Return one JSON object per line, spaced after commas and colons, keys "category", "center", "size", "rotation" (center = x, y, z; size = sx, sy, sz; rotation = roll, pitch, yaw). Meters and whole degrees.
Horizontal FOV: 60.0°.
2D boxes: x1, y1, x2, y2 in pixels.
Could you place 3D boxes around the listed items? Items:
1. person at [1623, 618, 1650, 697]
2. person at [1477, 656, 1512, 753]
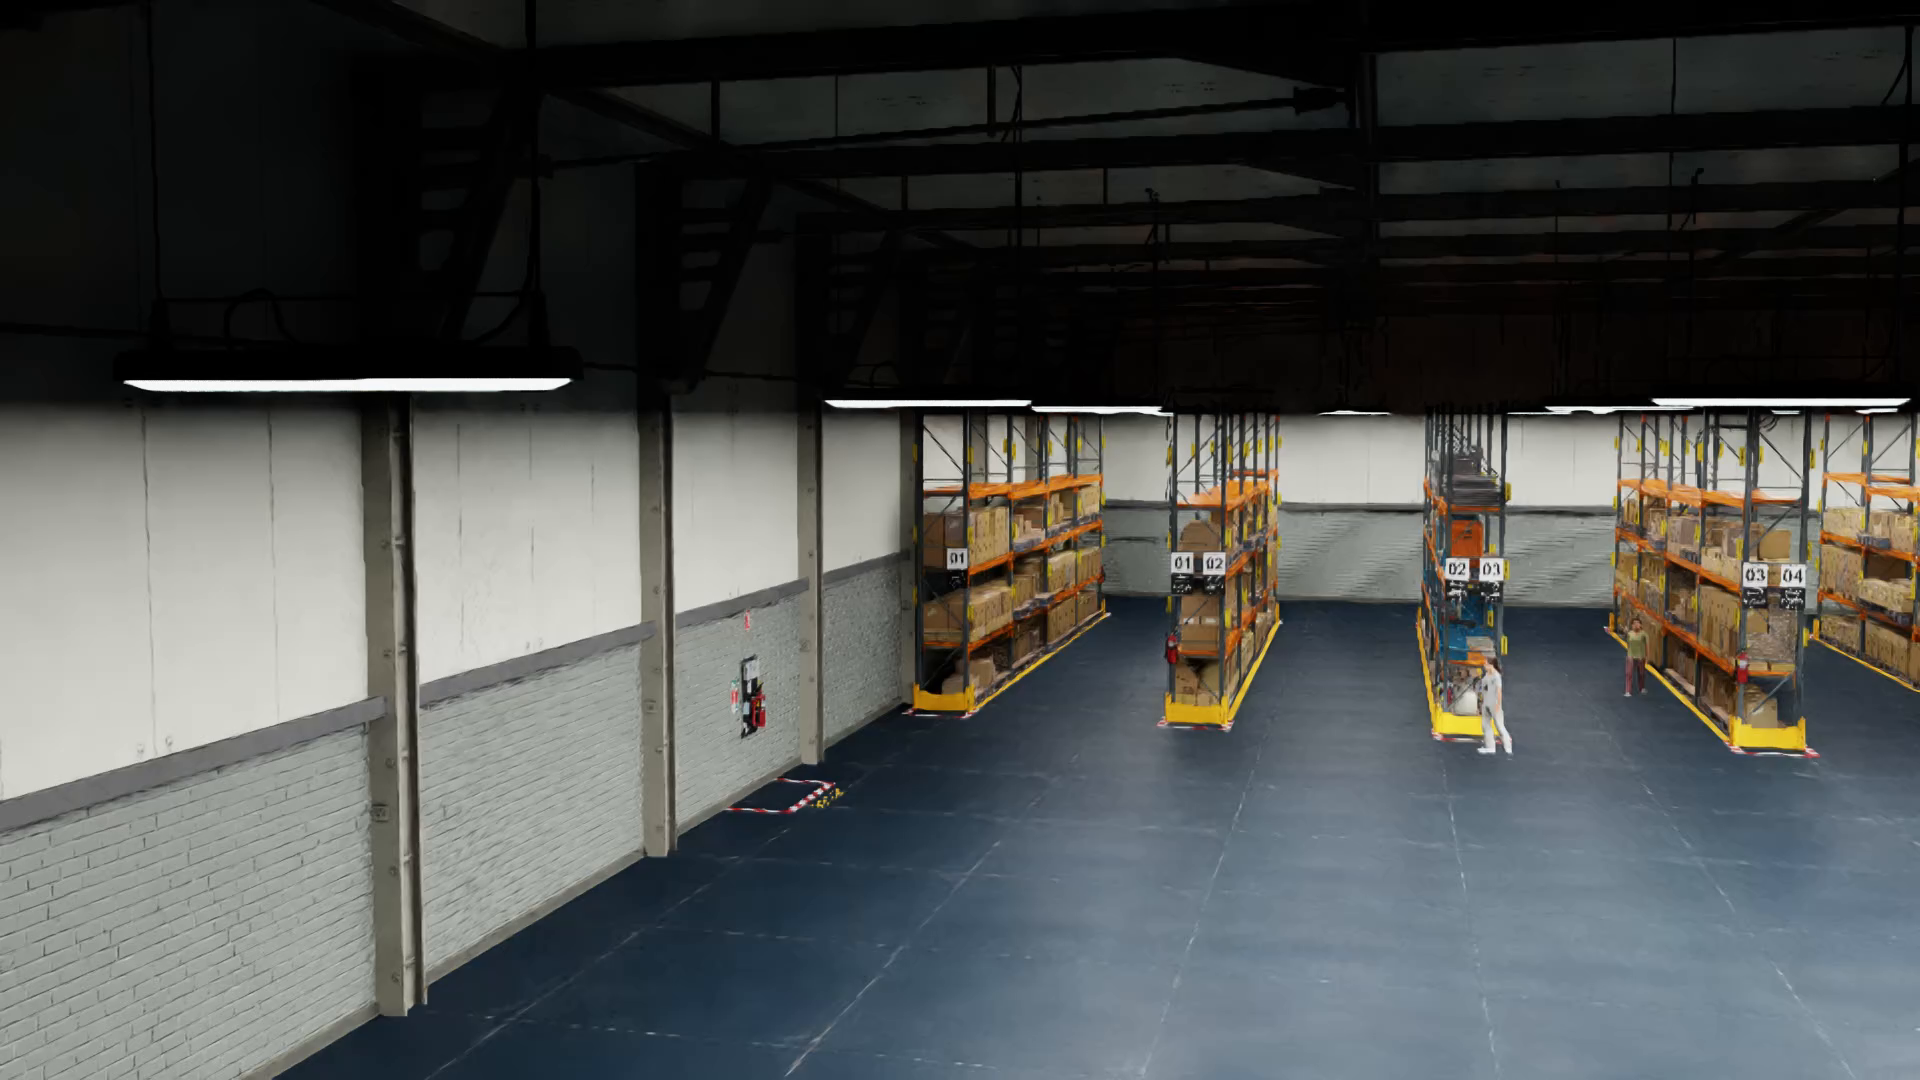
{"category": "person", "center": [13.877, 2.394, 34.049], "size": [0.466, 1.620, 0.924], "rotation": [2, 5, 30]}
{"category": "person", "center": [9.149, 2.804, 28.374], "size": [0.537, 1.665, 0.566], "rotation": [-1, 4, -12]}
